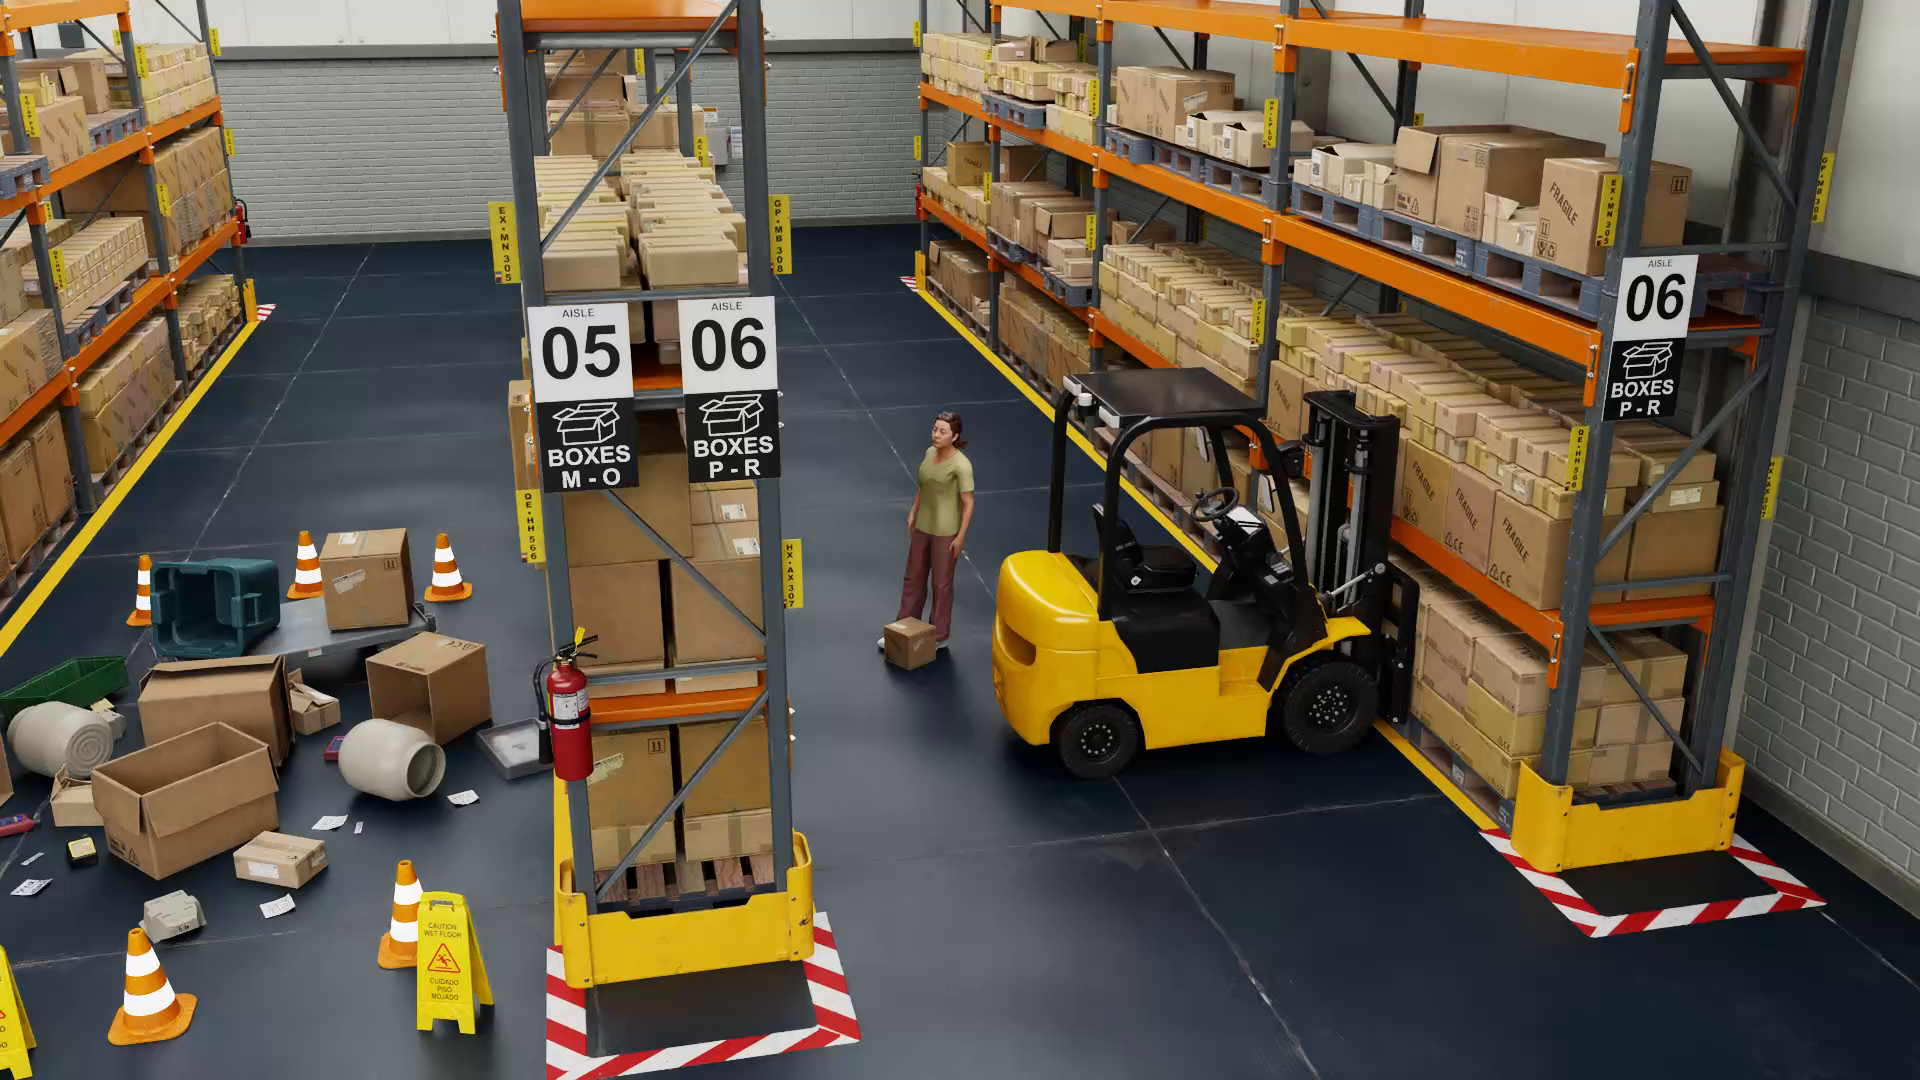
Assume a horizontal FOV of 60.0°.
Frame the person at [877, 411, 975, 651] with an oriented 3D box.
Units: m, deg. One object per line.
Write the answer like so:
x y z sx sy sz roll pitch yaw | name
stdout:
-0.202 -0.040 11.156 0.549 1.676 0.553 -17 26 -39 | person
